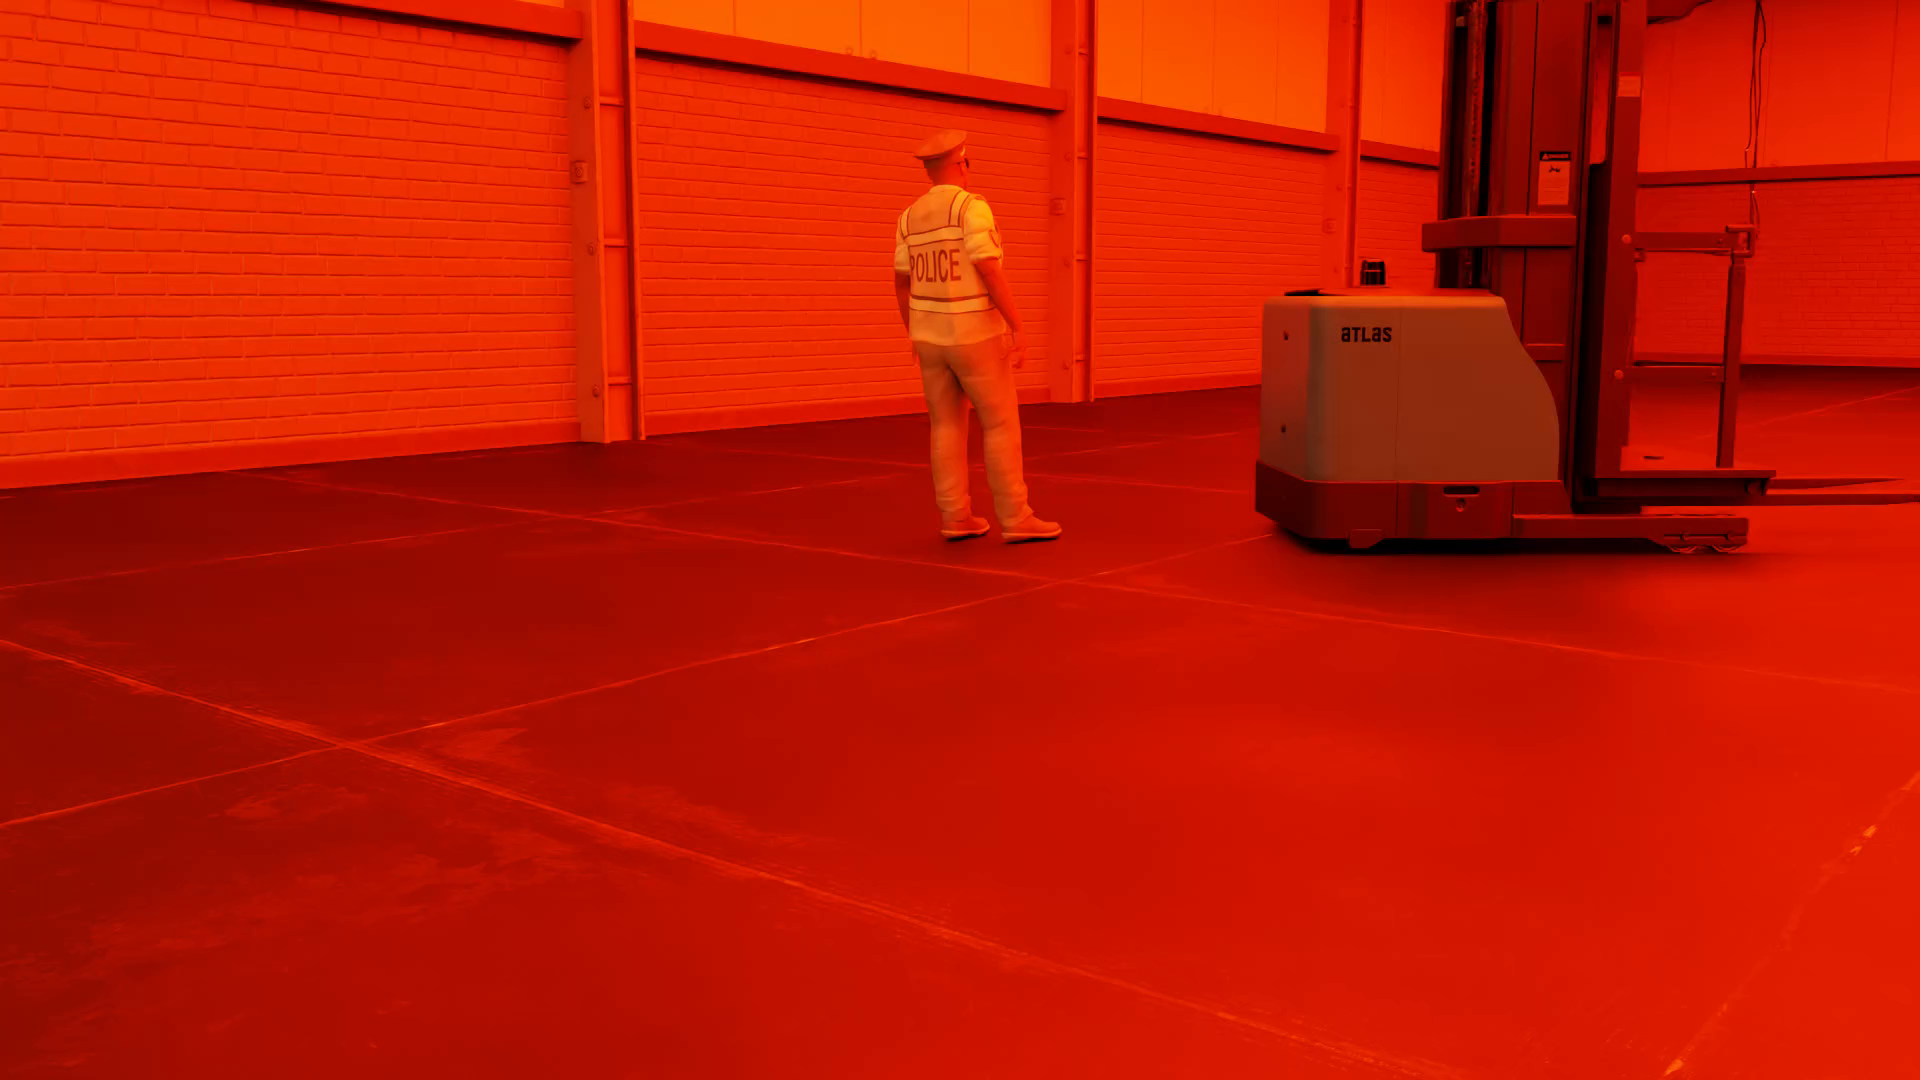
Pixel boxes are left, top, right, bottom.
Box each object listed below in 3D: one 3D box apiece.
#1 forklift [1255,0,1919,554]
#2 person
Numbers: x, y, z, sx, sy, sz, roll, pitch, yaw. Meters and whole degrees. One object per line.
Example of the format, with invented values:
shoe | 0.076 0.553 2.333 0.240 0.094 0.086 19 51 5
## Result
forklift | 2.928 -1.468 7.313 3.031 2.935 1.130 0 8 -3
person | 0.058 -0.897 7.327 0.640 1.781 0.575 7 11 38
